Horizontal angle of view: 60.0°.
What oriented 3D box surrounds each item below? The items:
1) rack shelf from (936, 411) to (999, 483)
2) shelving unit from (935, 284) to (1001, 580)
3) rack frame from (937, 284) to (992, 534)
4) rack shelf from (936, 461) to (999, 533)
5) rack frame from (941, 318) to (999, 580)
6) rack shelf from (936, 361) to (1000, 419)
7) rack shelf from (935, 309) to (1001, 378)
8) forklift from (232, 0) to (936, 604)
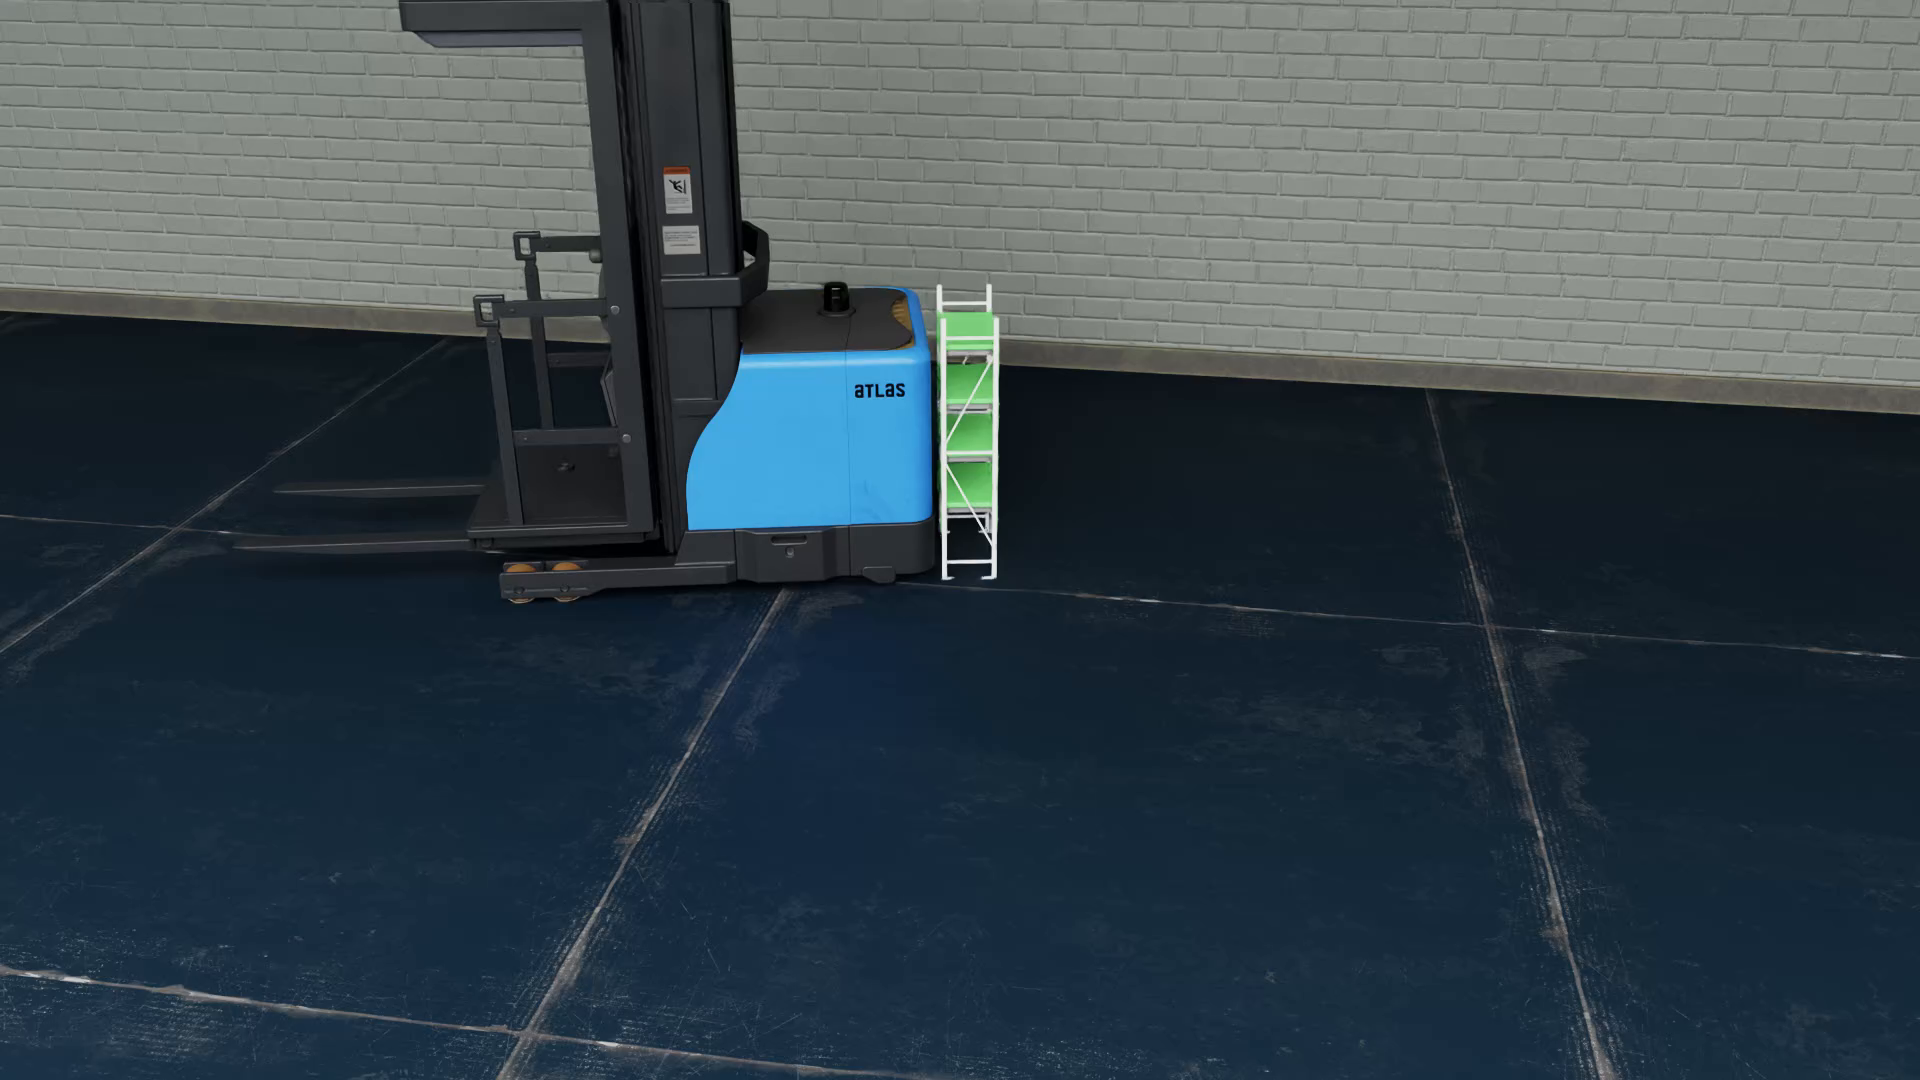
[{"bbox_3d":[0.030,-0.418,7.378,0.258,0.148,0.480,-1,25,-2],"label":"rack shelf"},{"bbox_3d":[0.030,-0.476,7.351,0.258,1.200,0.503,-1,25,-2],"label":"shelving unit"},{"bbox_3d":[0.019,-0.579,7.571,0.240,1.200,0.015,-1,25,-2],"label":"rack frame"},{"bbox_3d":[0.030,-0.200,7.480,0.258,0.148,0.480,-1,25,-2],"label":"rack shelf"},{"bbox_3d":[0.041,-0.372,7.130,0.240,1.200,0.015,-1,25,-2],"label":"rack frame"},{"bbox_3d":[0.030,-0.635,7.276,0.258,0.148,0.480,-1,25,-2],"label":"rack shelf"},{"bbox_3d":[0.030,-0.852,7.174,0.258,0.148,0.480,-1,25,-2],"label":"rack shelf"},{"bbox_3d":[-1.653,-1.288,7.043,3.031,2.935,1.130,-2,25,-4],"label":"forklift"}]
